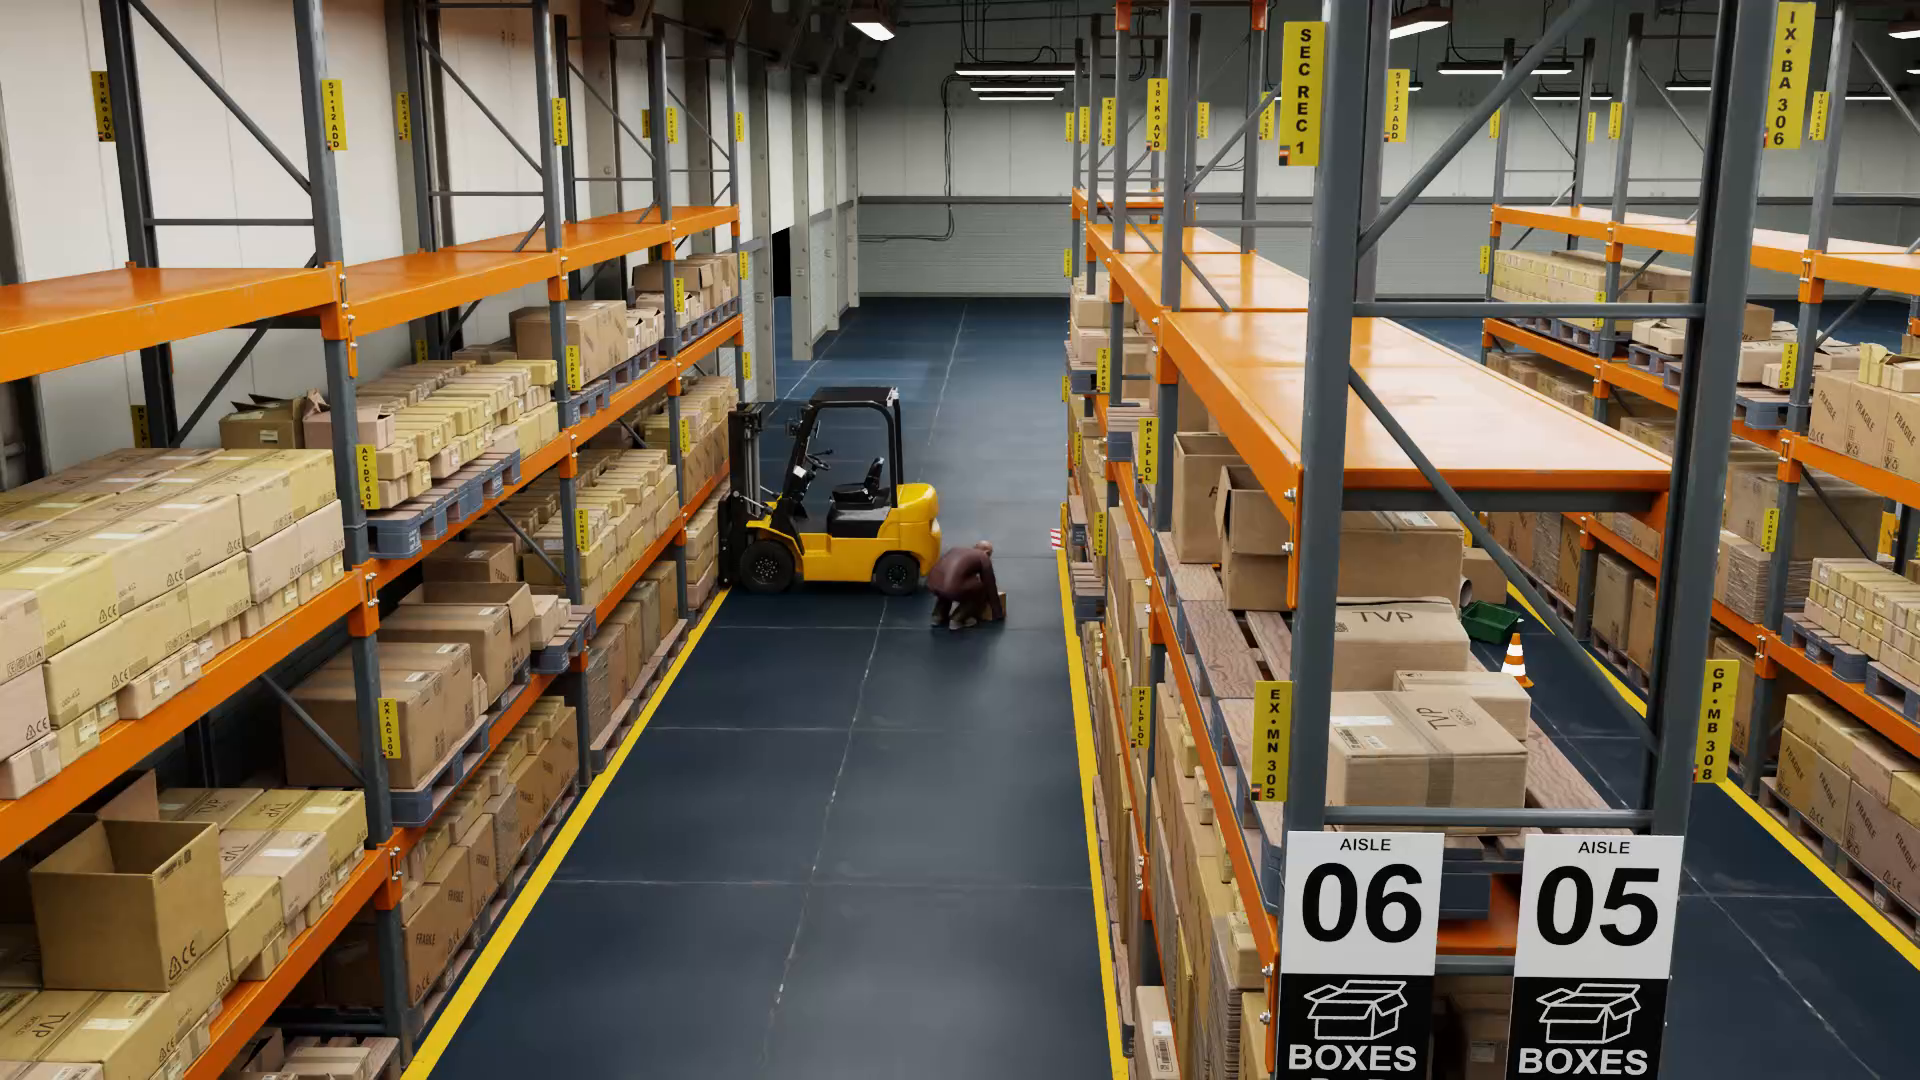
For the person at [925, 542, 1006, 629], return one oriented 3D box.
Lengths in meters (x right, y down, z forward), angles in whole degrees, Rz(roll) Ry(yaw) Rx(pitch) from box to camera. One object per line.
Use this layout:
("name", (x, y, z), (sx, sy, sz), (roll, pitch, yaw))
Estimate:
("person", (0.027, 0.437, 17.199), (0.599, 0.887, 0.953), (10, 17, 36))
